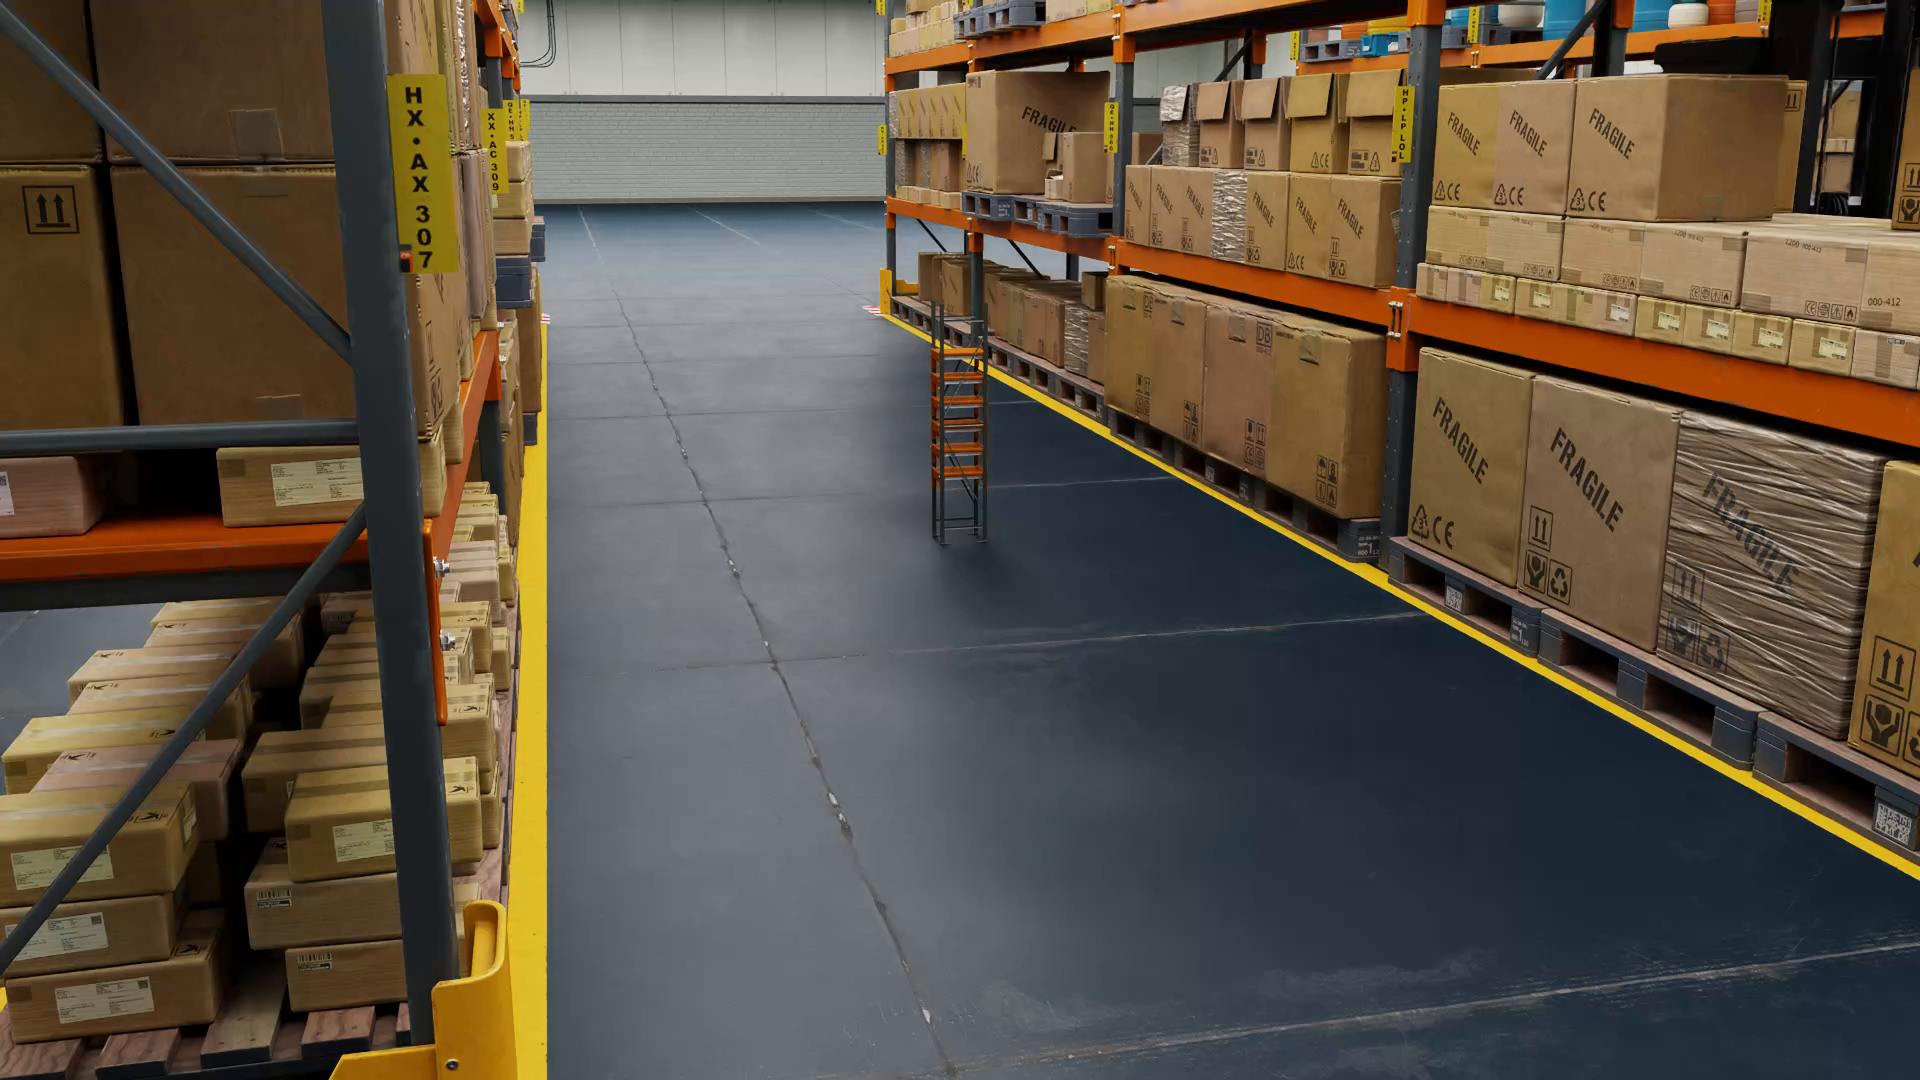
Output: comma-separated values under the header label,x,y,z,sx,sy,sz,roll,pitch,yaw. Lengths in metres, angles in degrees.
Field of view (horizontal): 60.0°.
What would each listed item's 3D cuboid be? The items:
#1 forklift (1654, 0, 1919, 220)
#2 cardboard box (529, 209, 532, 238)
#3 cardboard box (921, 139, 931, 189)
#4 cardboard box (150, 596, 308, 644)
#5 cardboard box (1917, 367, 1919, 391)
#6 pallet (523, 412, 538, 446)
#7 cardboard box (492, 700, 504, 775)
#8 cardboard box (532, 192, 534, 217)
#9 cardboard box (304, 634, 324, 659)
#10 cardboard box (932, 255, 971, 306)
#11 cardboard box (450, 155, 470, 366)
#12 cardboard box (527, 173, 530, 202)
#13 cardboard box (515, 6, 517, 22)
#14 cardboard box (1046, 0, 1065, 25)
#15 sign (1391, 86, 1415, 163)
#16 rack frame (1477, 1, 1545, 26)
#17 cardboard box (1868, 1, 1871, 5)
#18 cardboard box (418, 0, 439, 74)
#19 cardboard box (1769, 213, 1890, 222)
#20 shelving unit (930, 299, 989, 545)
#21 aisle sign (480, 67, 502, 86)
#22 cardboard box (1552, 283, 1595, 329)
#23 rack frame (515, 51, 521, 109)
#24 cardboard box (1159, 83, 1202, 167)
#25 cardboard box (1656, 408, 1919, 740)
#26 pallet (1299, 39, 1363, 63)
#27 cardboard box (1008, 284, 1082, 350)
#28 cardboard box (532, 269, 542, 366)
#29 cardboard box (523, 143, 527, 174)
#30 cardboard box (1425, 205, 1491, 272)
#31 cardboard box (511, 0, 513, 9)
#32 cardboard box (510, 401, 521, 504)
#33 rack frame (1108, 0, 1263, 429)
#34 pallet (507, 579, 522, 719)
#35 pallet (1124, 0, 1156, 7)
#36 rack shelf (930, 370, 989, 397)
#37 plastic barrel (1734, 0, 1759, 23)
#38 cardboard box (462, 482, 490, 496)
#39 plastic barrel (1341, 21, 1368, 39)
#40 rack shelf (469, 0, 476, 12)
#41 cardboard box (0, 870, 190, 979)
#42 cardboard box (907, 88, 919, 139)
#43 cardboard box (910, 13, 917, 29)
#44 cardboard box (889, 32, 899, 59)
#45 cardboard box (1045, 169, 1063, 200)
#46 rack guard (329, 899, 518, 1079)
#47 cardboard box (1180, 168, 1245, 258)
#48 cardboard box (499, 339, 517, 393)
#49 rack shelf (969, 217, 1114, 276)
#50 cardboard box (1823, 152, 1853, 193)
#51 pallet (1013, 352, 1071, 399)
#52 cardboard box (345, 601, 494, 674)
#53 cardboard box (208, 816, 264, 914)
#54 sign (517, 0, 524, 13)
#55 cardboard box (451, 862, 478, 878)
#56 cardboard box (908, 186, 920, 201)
label,x,y,z,sx,sy,sz,roll,pitch,yaw
forklift,4.565,-1.742,9.383,1.130,2.935,3.031,-3,14,-12
cardboard box,-2.258,-1.519,7.970,0.380,0.149,0.250,-4,14,-16
cardboard box,0.070,-3.942,17.406,0.875,0.500,0.500,-3,14,-13
cardboard box,-2.147,0.262,4.902,0.380,0.149,0.250,-3,14,-13
cardboard box,2.891,-0.473,4.572,0.380,0.149,0.250,-3,14,-13
pallet,-3.420,-0.837,11.408,1.003,0.211,1.213,-3,14,-13
cardboard box,-1.527,0.589,4.820,0.380,0.149,0.250,-4,14,-16
cardboard box,-2.746,-1.999,9.935,0.380,0.149,0.250,-3,14,-12
cardboard box,-2.253,0.290,5.415,0.380,0.149,0.250,-3,14,-11
cardboard box,-0.038,-2.813,18.003,0.500,0.500,0.500,0,14,2
cardboard box,-1.519,-0.708,4.166,0.500,0.500,0.500,-3,14,-12
cardboard box,-2.384,-1.786,8.436,0.380,0.149,0.250,-4,14,-14
cardboard box,-4.482,-5.088,16.045,0.380,0.149,0.250,-3,14,-13
cardboard box,0.942,-3.969,12.347,0.500,0.250,0.500,-3,14,-12
sign,1.951,-1.827,7.314,0.100,0.325,0.005,-3,14,-13
rack frame,5.412,-6.372,15.547,1.000,3.000,0.127,-3,14,-13
cardboard box,9.963,-5.899,18.534,0.797,0.503,0.637,-2,14,-7
cardboard box,-1.401,-1.073,3.555,0.500,0.500,0.500,-3,14,-12
cardboard box,3.079,-1.083,6.230,0.500,0.250,0.500,-3,14,-12
shelving unit,-0.003,-0.586,8.298,0.258,1.200,0.189,-3,14,-13
aisle sign,-4.912,-5.147,17.696,0.394,0.787,0.004,-3,14,-13
cardboard box,2.470,-0.886,6.263,0.380,0.149,0.250,-3,14,-14
rack frame,-5.187,-3.851,17.870,1.000,3.000,0.127,-3,14,-13
cardboard box,1.693,-2.625,10.527,0.797,0.503,0.637,-3,14,-11
cardboard box,2.974,0.062,5.445,0.875,0.875,0.875,-3,14,-13
pallet,4.572,-5.549,18.899,1.003,0.211,1.213,-3,14,-13
cardboard box,0.814,-1.927,14.334,0.700,0.500,0.500,-3,14,-14
cardboard box,-3.792,-1.678,12.832,1.050,0.750,0.750,-3,14,-13
cardboard box,-2.260,-1.810,7.907,0.380,0.149,0.250,-3,14,-14
cardboard box,2.332,-1.285,7.054,0.500,0.250,0.500,-4,14,-14
cardboard box,-4.065,-4.679,14.370,0.380,0.149,0.250,-3,14,-13
cardboard box,-2.410,-0.380,8.043,0.500,0.500,0.500,-3,14,-11
rack frame,1.537,-2.259,11.352,1.000,3.000,0.127,-3,14,-13
pallet,-2.177,0.425,6.243,1.003,0.211,1.213,-3,14,-13
pallet,1.740,-3.478,10.422,1.213,0.211,1.003,-3,14,-11
rack shelf,-0.003,-0.776,8.252,0.258,0.103,0.180,-3,14,-13
plastic barrel,6.369,-4.437,12.891,0.600,0.901,0.600,0,14,0
cardboard box,-2.032,-0.123,6.480,0.380,0.149,0.250,-3,14,-12
plastic barrel,4.710,-6.145,19.149,0.600,0.830,0.708,-3,14,-13
rack shelf,-1.899,-1.729,4.379,1.077,0.370,4.000,-3,14,-13
cardboard box,-1.831,0.771,3.448,0.380,0.149,0.250,-4,14,-15
cardboard box,-0.248,-4.410,17.213,0.500,0.500,0.500,-3,14,-13
cardboard box,-0.308,-5.366,17.226,0.380,0.149,0.250,-3,14,-13
cardboard box,-0.480,-5.363,18.054,0.500,0.250,0.500,-3,14,-12
cardboard box,0.883,-2.767,12.831,0.396,0.266,0.258,-4,14,-15
rack guard,-1.447,1.037,3.130,1.175,0.500,0.348,-3,14,-13
cardboard box,1.633,-1.943,9.849,0.500,0.500,0.500,-4,14,-14
cardboard box,-2.528,-0.863,8.439,0.500,0.250,0.500,-3,14,-11
rack shelf,1.067,-2.371,13.326,1.077,0.370,4.000,-3,14,-13
cardboard box,9.987,-4.005,18.288,0.700,0.500,0.500,-3,14,-14
pallet,1.072,-1.365,13.571,1.003,0.211,1.213,-3,14,-13
cardboard box,-1.550,0.290,4.790,0.380,0.149,0.250,-3,14,-12
cardboard box,-1.893,0.792,3.988,0.380,0.149,0.250,-3,14,-13
sign,-4.656,-5.727,17.529,0.100,0.325,0.005,-3,14,-13
cardboard box,-1.312,0.675,3.839,0.380,0.149,0.250,-3,14,-13
cardboard box,-0.344,-3.729,17.901,0.380,0.149,0.250,-3,14,-13
